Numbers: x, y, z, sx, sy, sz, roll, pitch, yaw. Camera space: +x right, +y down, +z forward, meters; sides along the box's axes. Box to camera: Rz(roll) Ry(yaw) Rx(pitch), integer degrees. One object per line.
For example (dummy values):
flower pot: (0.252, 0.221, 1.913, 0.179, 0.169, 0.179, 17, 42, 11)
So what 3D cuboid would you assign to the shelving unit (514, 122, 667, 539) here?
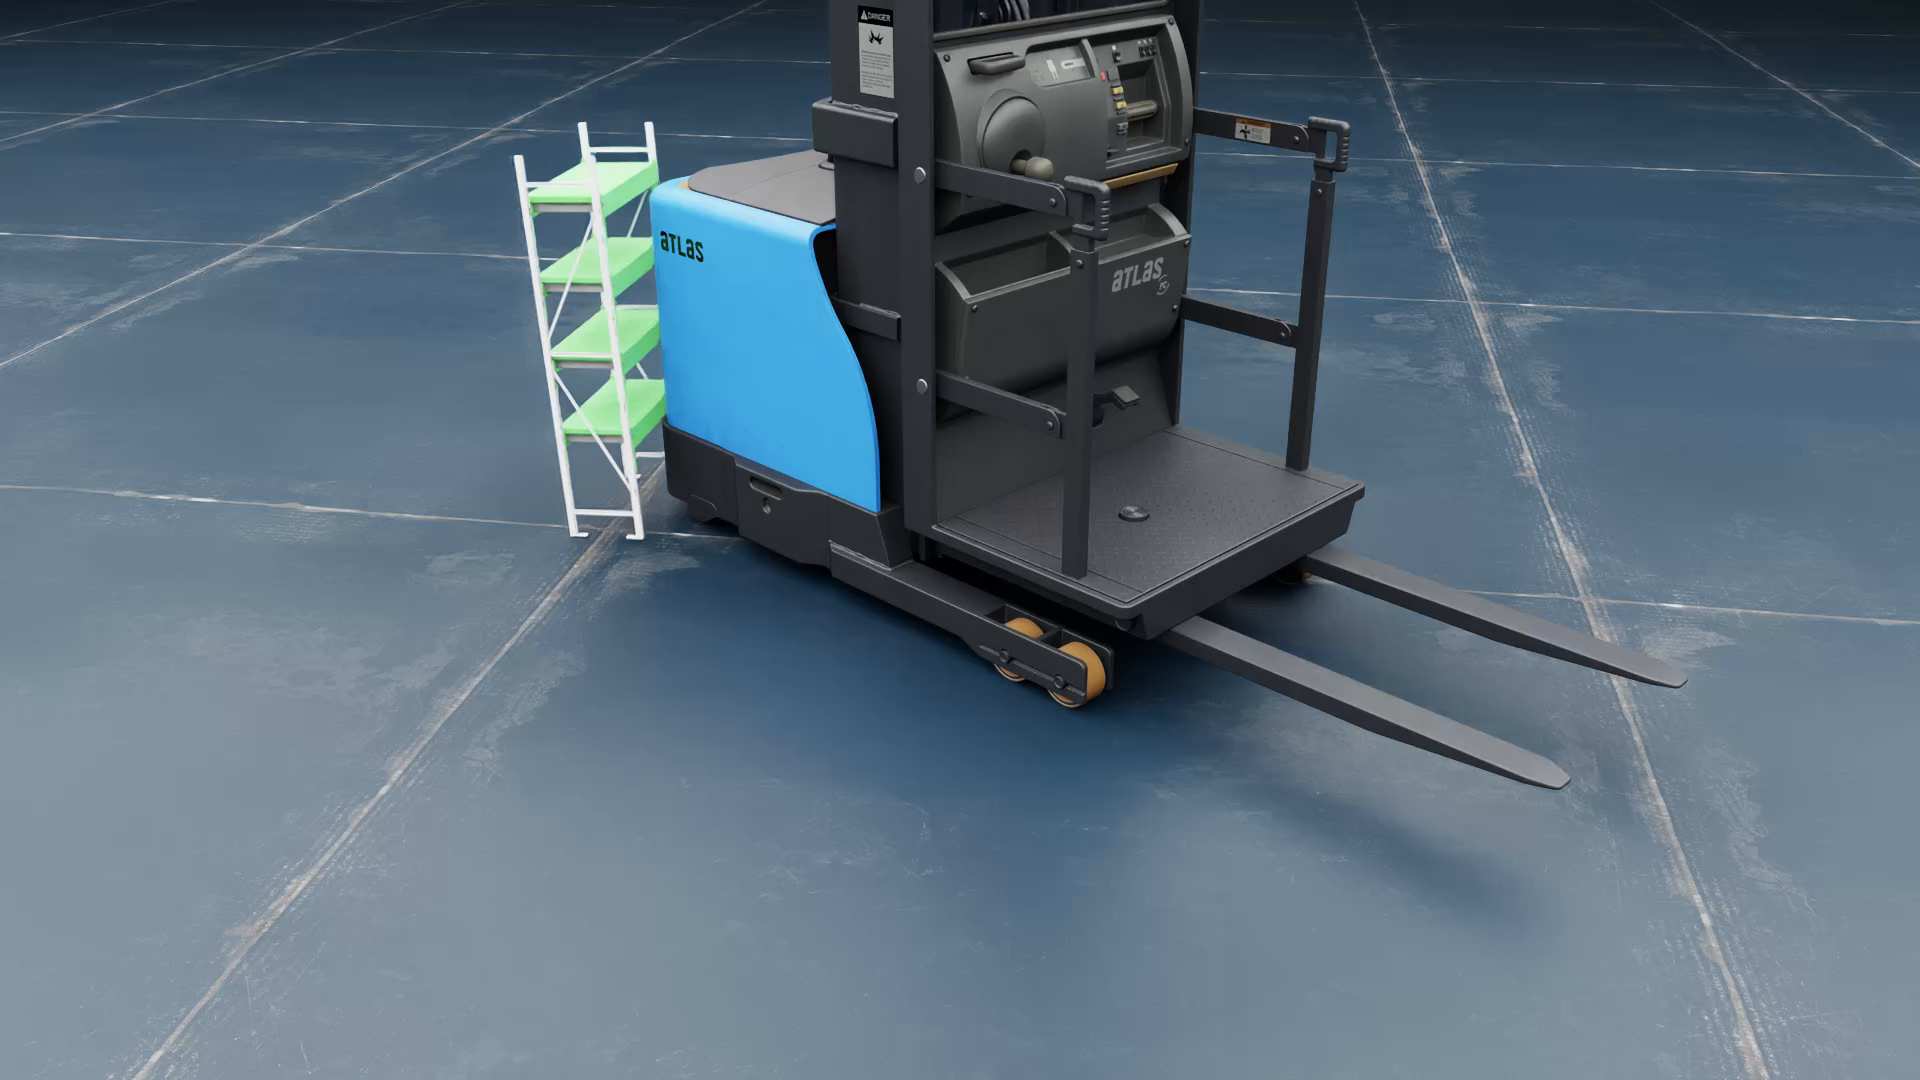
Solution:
shelving unit: (-1.095, -0.656, 5.224, 0.258, 1.200, 0.503, 2, 25, 10)

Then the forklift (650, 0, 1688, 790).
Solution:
forklift: (0.446, -1.141, 4.231, 3.031, 2.935, 1.130, 23, 33, 39)

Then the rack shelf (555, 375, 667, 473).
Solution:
rack shelf: (-1.084, -0.380, 5.351, 0.258, 0.148, 0.480, 2, 25, 10)

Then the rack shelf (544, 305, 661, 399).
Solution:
rack shelf: (-1.093, -0.598, 5.251, 0.258, 0.148, 0.480, 2, 25, 10)

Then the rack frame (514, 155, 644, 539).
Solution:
rack frame: (-1.137, -0.554, 5.007, 0.240, 1.200, 0.015, 2, 25, 10)

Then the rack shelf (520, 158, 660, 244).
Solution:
rack shelf: (-1.111, -1.034, 5.051, 0.258, 0.148, 0.480, 2, 25, 10)

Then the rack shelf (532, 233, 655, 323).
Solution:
rack shelf: (-1.102, -0.816, 5.151, 0.258, 0.148, 0.480, 2, 25, 10)

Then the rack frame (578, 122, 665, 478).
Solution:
rack frame: (-1.053, -0.758, 5.442, 0.240, 1.200, 0.015, 2, 25, 10)
